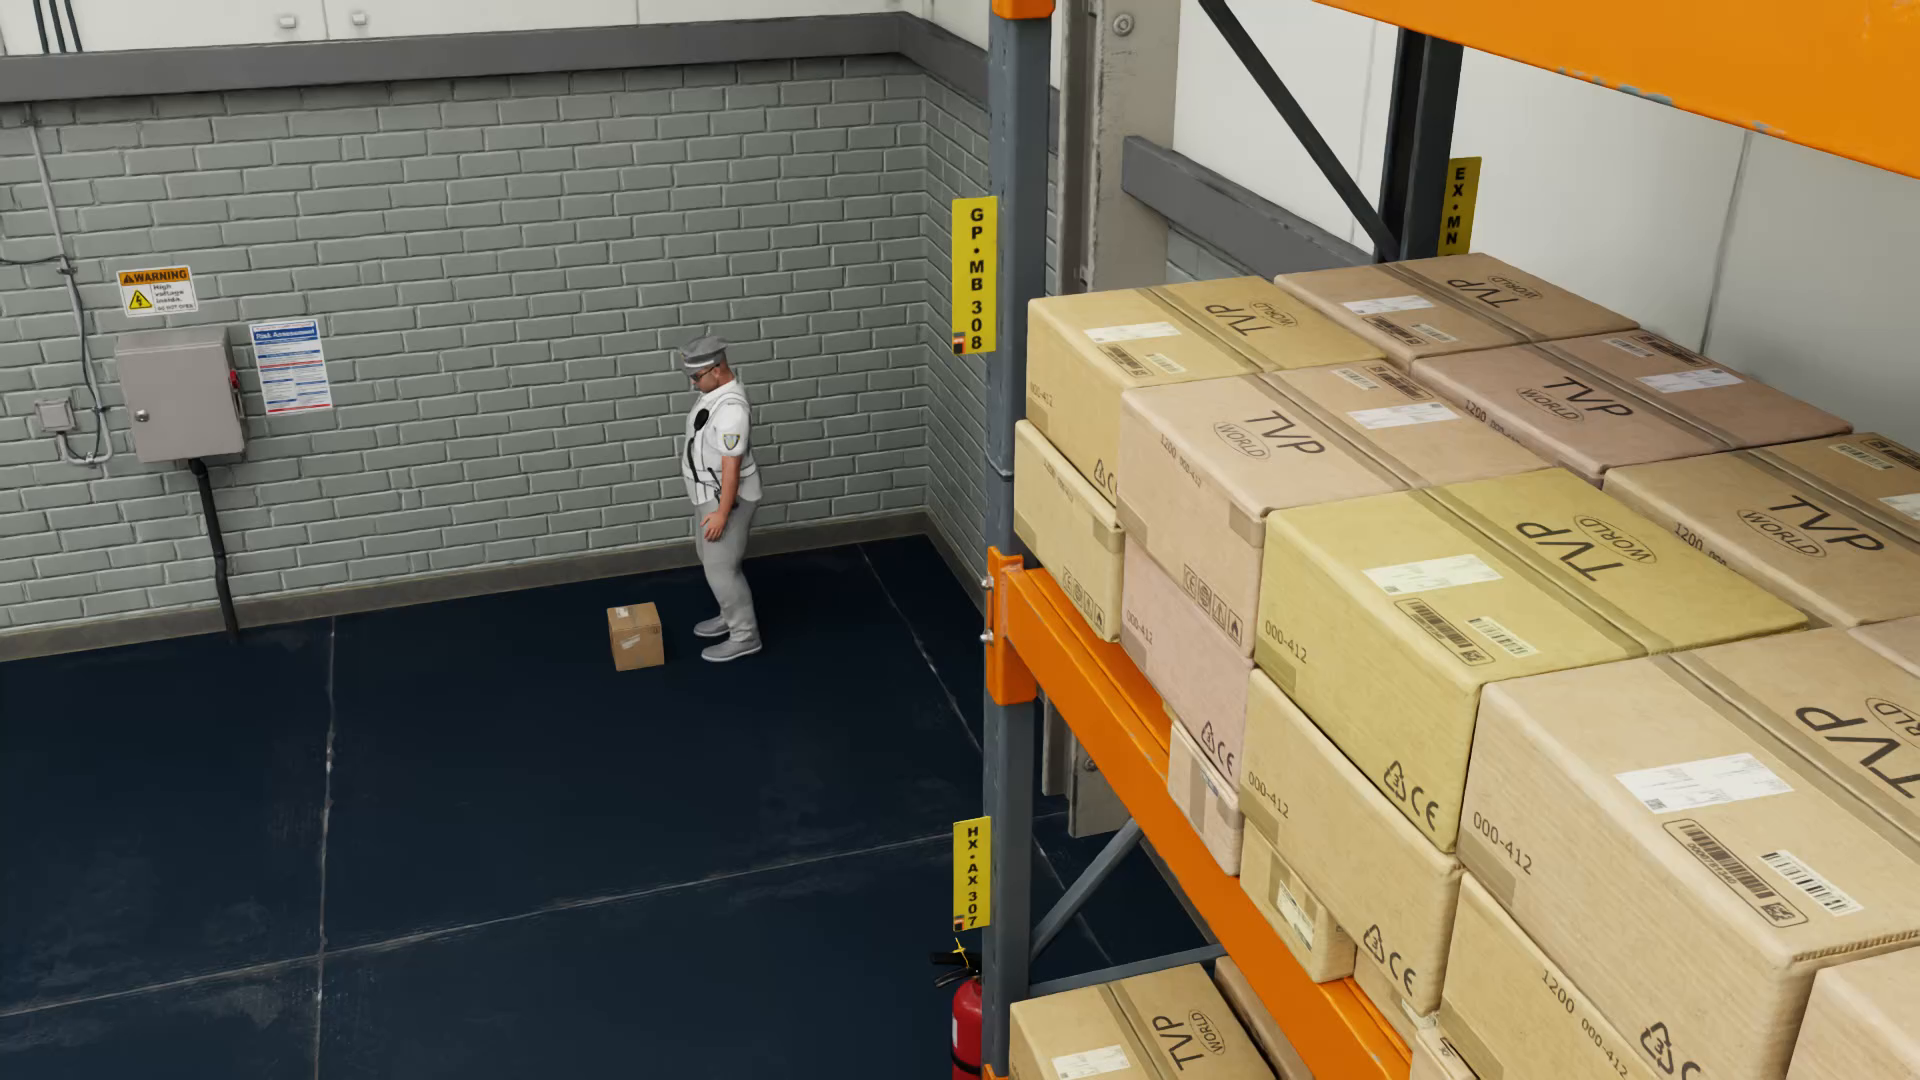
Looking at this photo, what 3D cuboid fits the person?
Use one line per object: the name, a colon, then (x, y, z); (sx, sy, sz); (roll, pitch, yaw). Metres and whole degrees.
person: (-1.219, -0.214, 8.570); (0.389, 1.735, 0.534); (-8, 27, -15)
